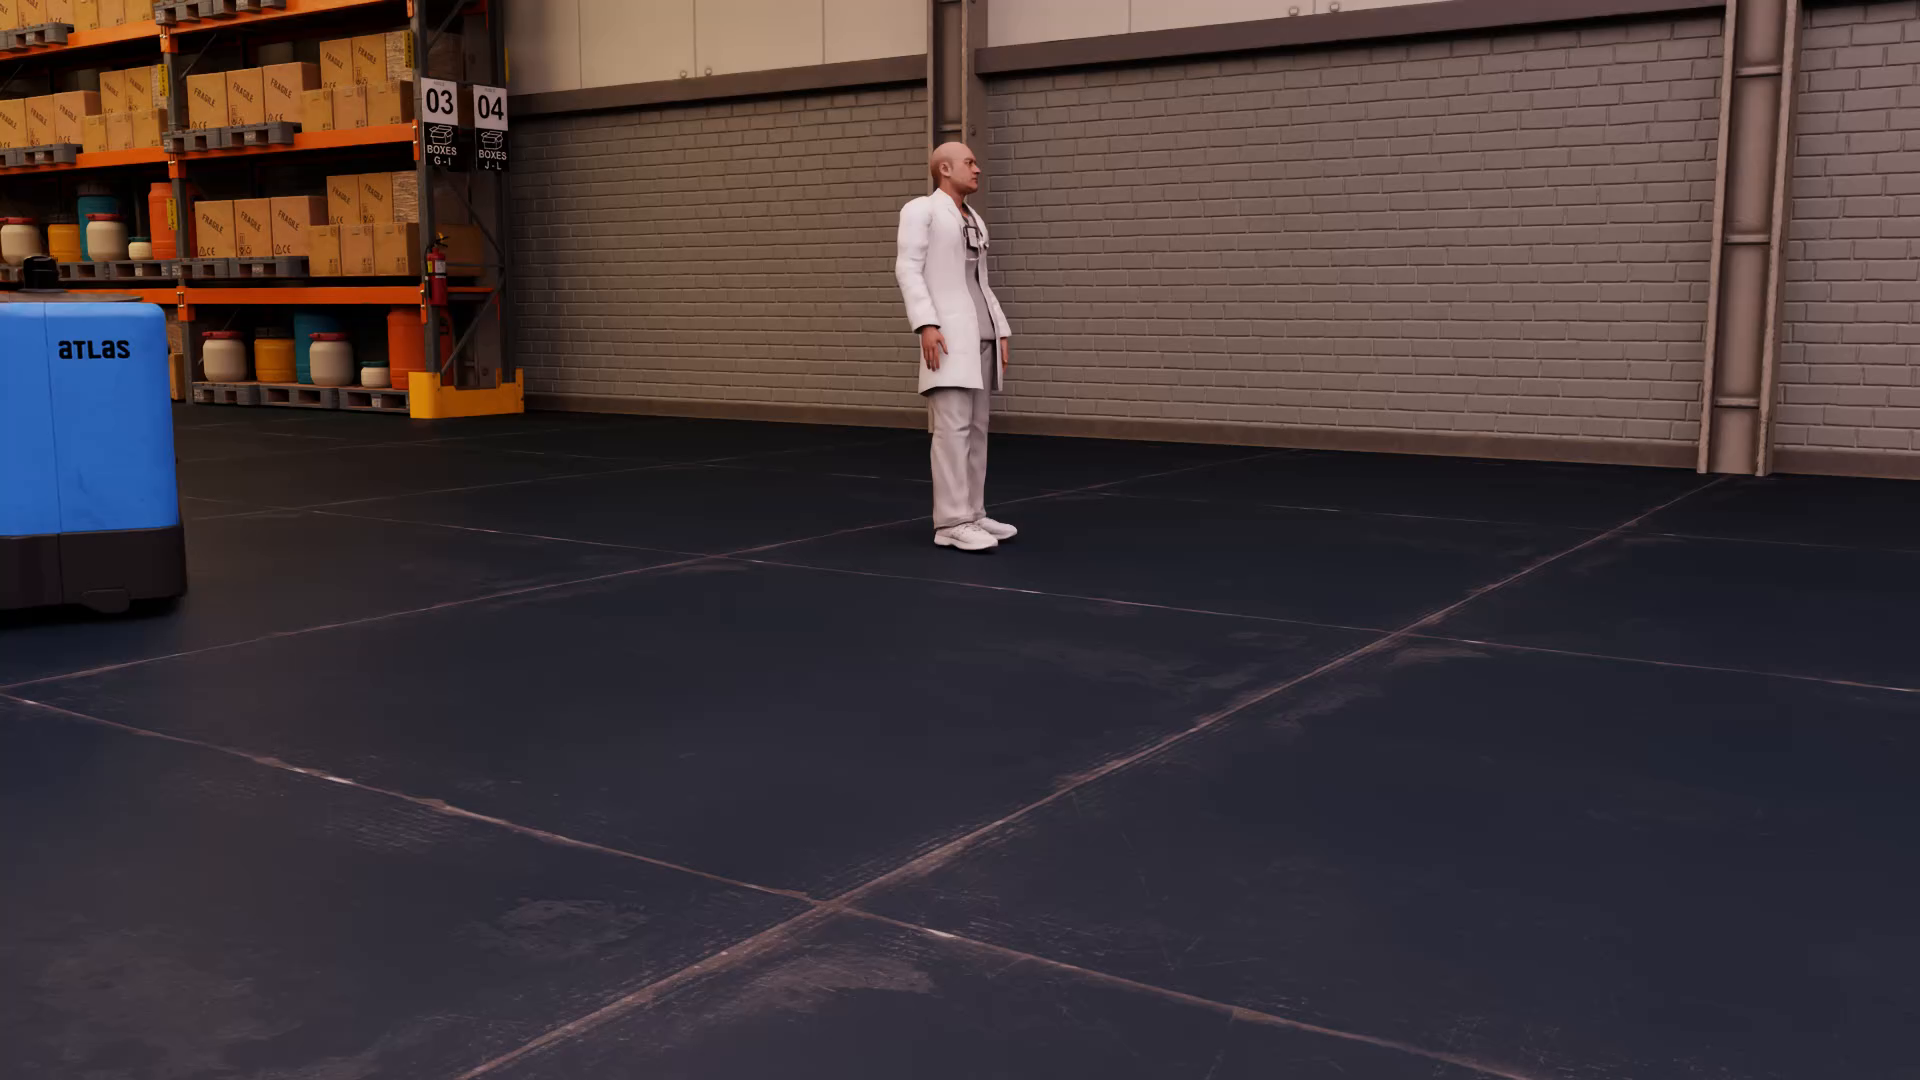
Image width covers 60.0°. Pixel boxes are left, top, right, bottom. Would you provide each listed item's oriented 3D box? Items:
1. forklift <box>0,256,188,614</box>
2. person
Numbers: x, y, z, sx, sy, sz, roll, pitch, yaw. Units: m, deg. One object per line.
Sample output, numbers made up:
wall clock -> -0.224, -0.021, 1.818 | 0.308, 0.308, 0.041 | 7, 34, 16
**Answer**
forklift -> -4.253, -1.161, 5.354 | 3.031, 2.935, 1.130 | -4, 9, -25
person -> 0.072, -0.879, 7.424 | 0.581, 1.775, 0.696 | 5, 10, 34
